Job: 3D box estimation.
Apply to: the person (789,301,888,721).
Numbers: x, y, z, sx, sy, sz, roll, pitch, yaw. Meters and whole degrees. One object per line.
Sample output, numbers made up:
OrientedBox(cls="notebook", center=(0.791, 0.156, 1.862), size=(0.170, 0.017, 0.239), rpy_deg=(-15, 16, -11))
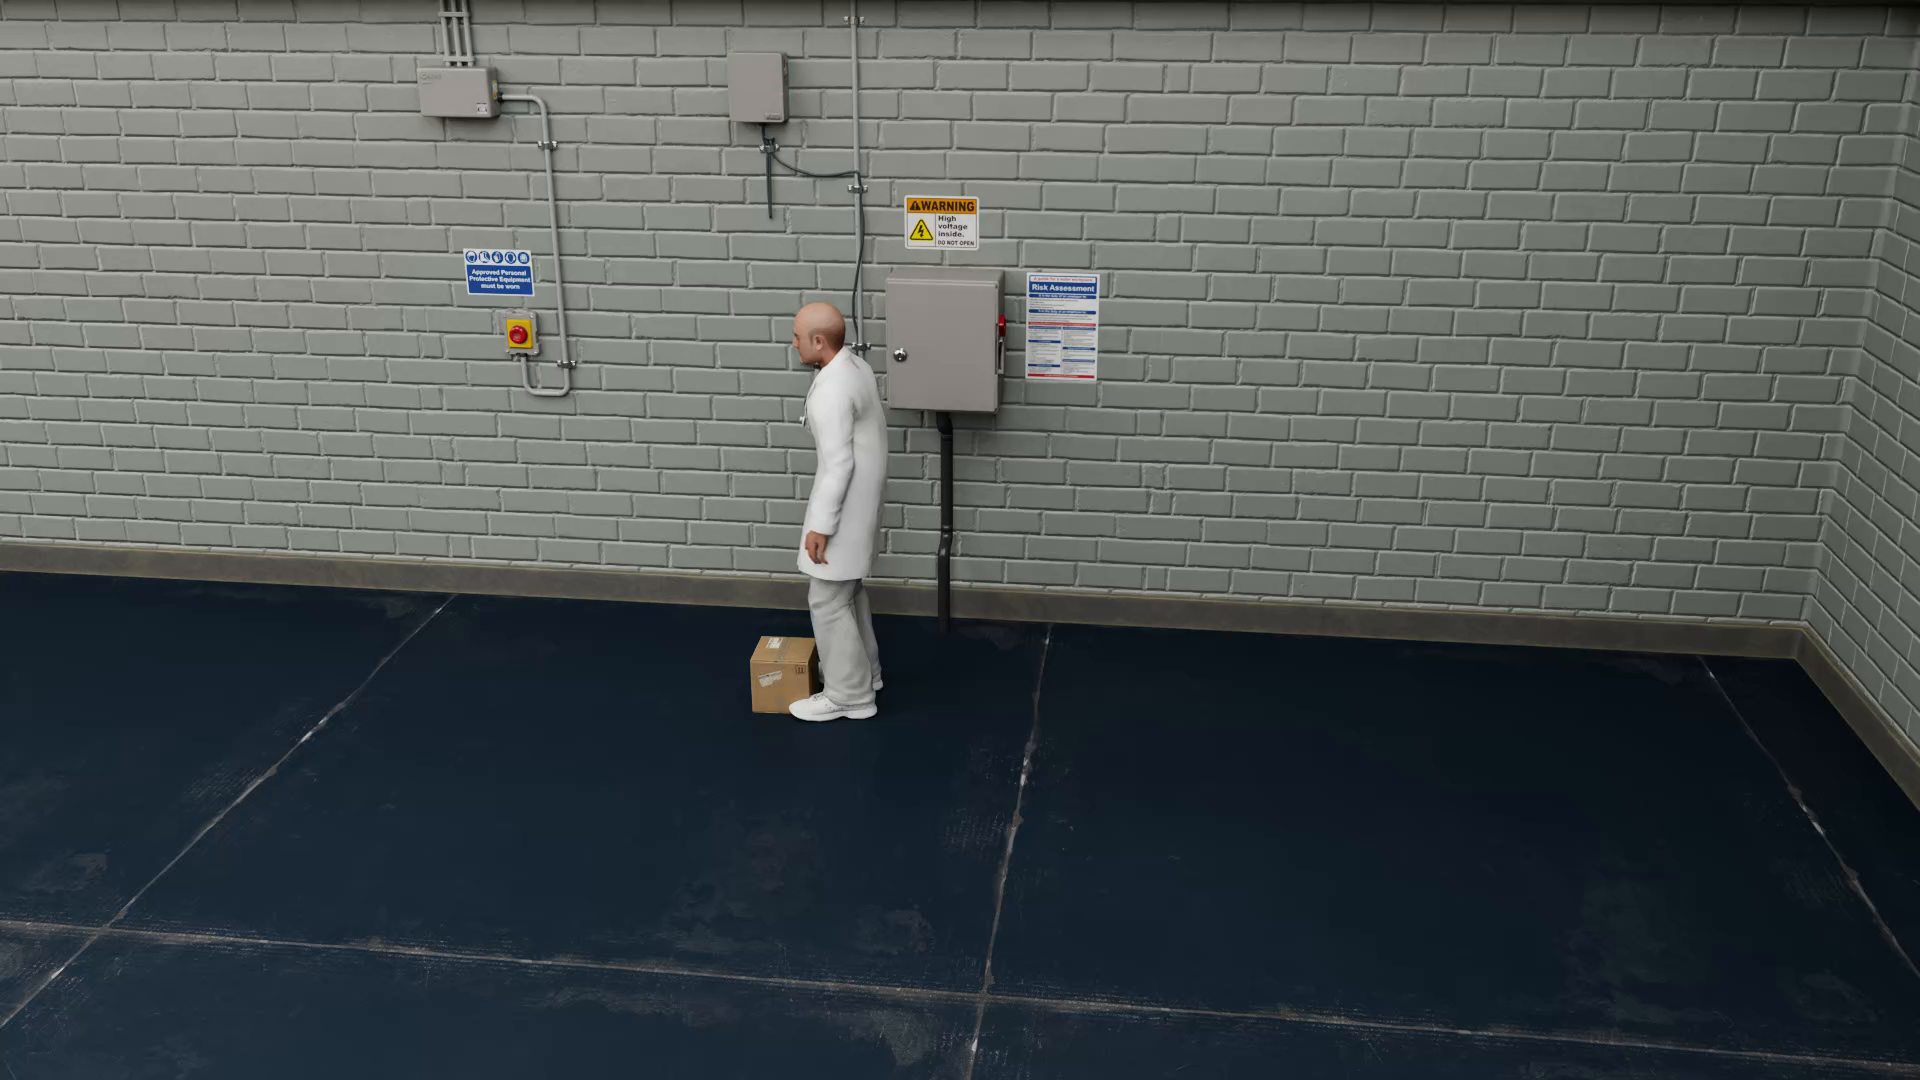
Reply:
OrientedBox(cls="person", center=(-0.509, -0.120, 6.918), size=(0.427, 1.774, 0.644), rpy_deg=(3, 21, 7))
